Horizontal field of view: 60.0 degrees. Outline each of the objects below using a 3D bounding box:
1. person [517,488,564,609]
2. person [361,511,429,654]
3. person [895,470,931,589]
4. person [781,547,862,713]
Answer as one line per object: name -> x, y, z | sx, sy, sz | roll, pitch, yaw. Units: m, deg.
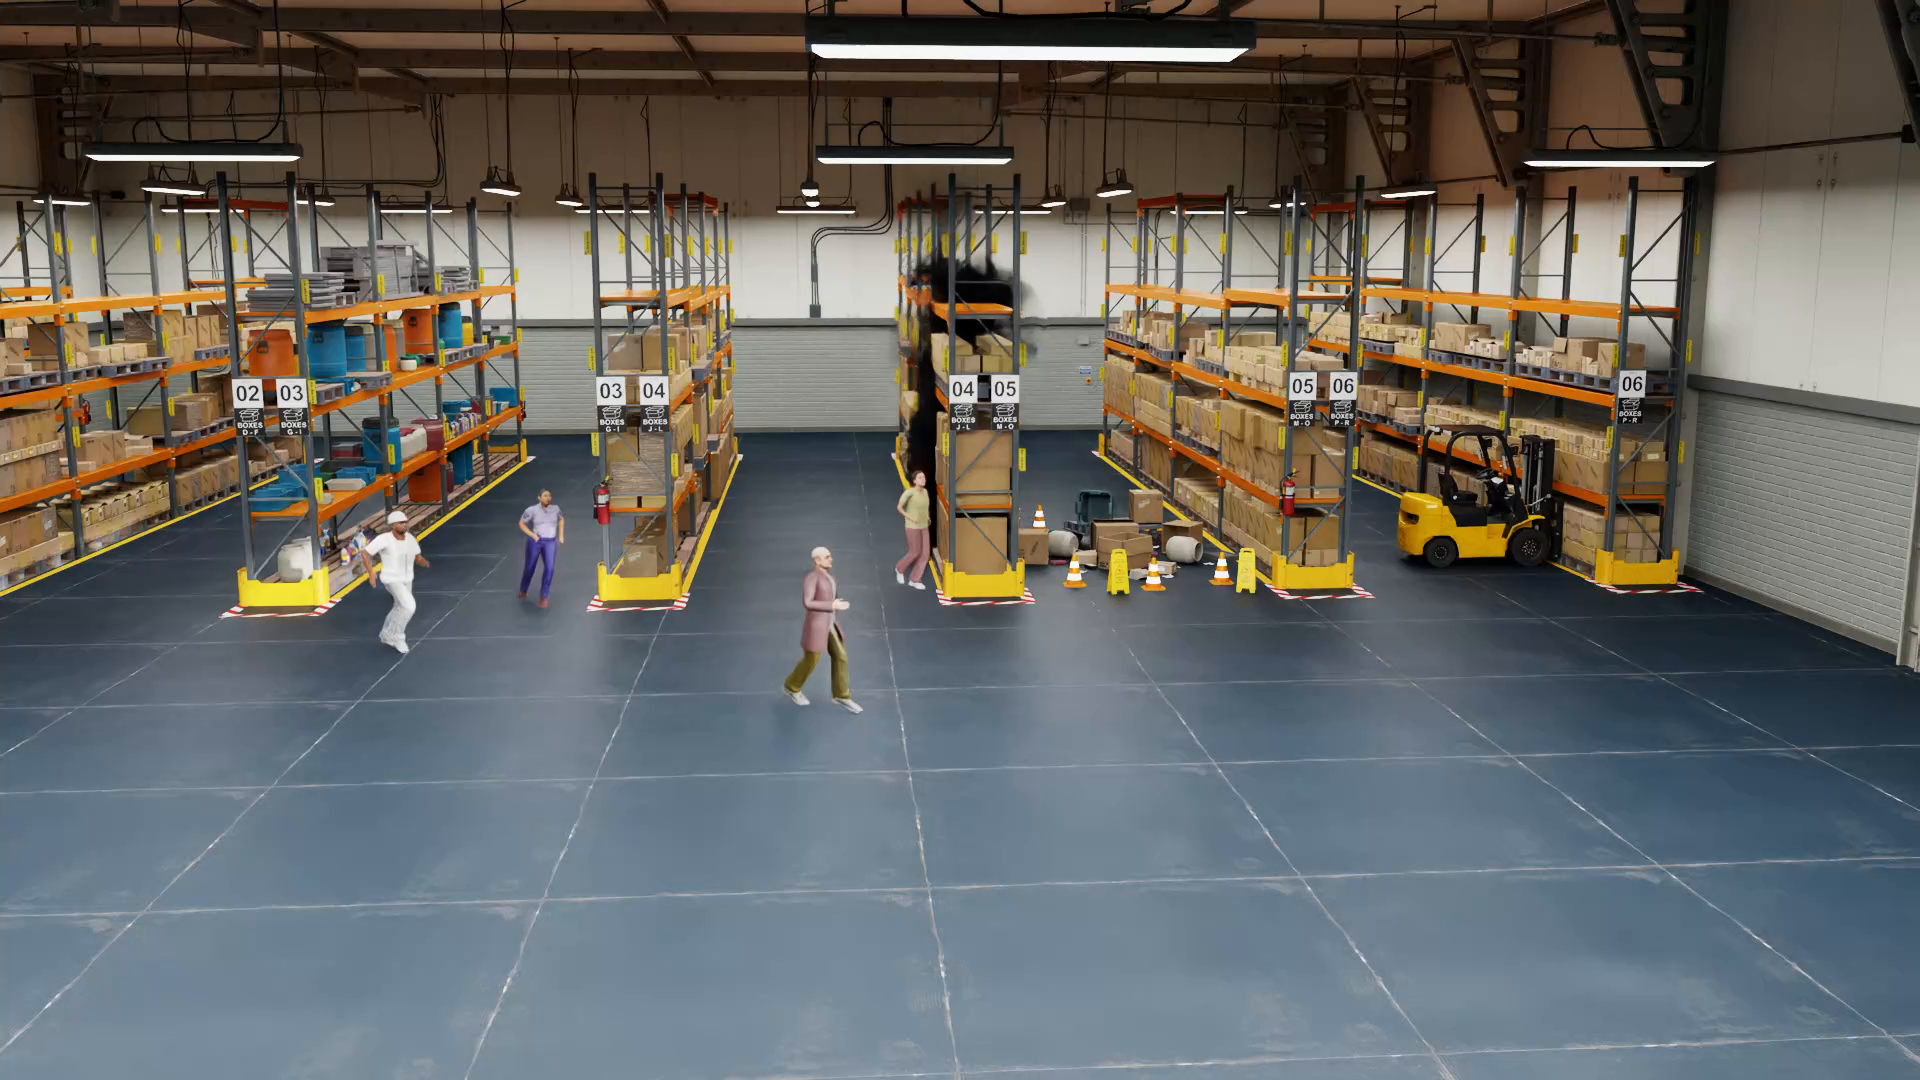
person -> -5.922, 0.199, 23.542 | 0.676, 1.490, 0.769 | -4, 11, -23
person -> -6.965, 0.526, 20.684 | 0.807, 1.787, 0.671 | 4, 11, 24
person -> -0.613, -0.165, 23.321 | 0.599, 1.647, 0.613 | -8, 13, -39
person -> -1.542, 1.069, 18.069 | 0.936, 1.611, 0.687 | 5, 11, 26
